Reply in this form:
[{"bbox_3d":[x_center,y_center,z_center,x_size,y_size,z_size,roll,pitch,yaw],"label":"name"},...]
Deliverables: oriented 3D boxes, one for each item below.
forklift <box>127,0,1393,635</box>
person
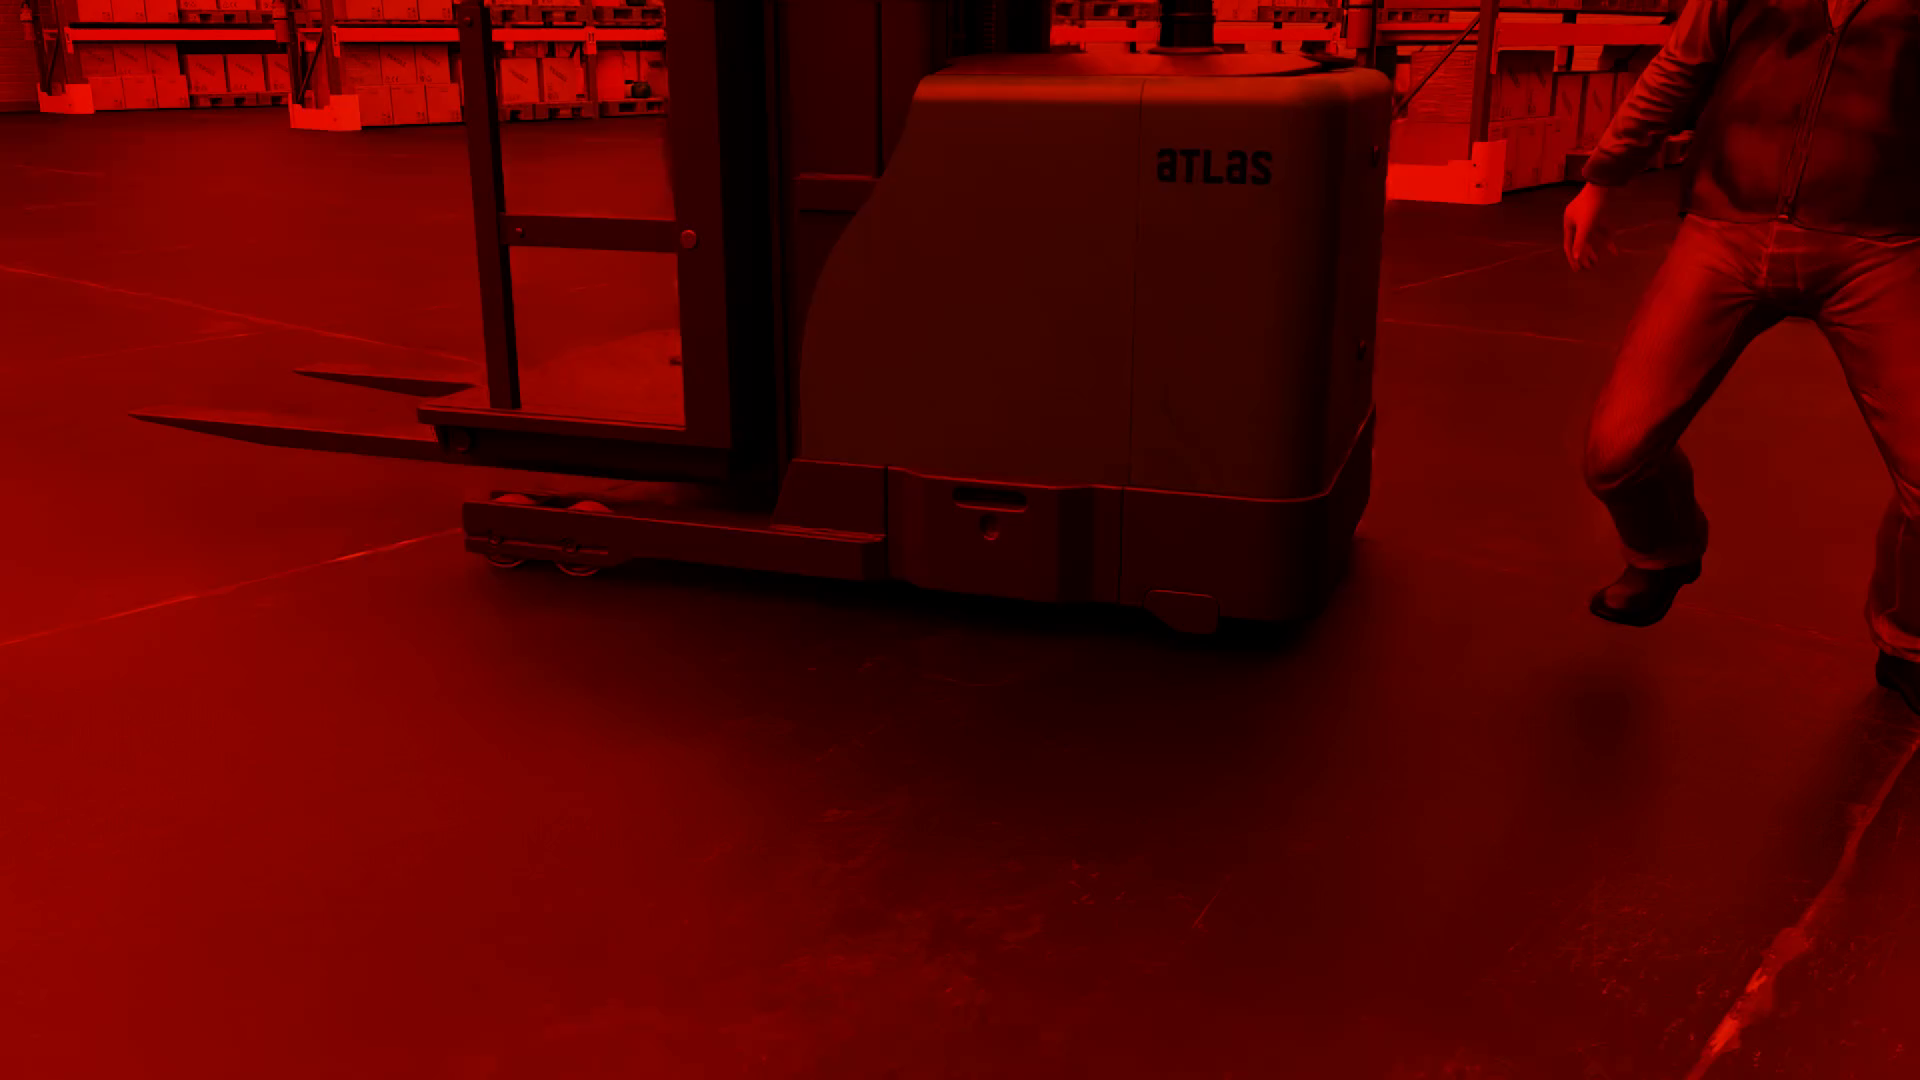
[{"bbox_3d":[-0.586,-1.458,3.698,3.031,2.935,1.130,6,18,18],"label":"forklift"},{"bbox_3d":[1.456,-0.525,2.872,0.885,1.629,0.486,14,22,38],"label":"person"}]
